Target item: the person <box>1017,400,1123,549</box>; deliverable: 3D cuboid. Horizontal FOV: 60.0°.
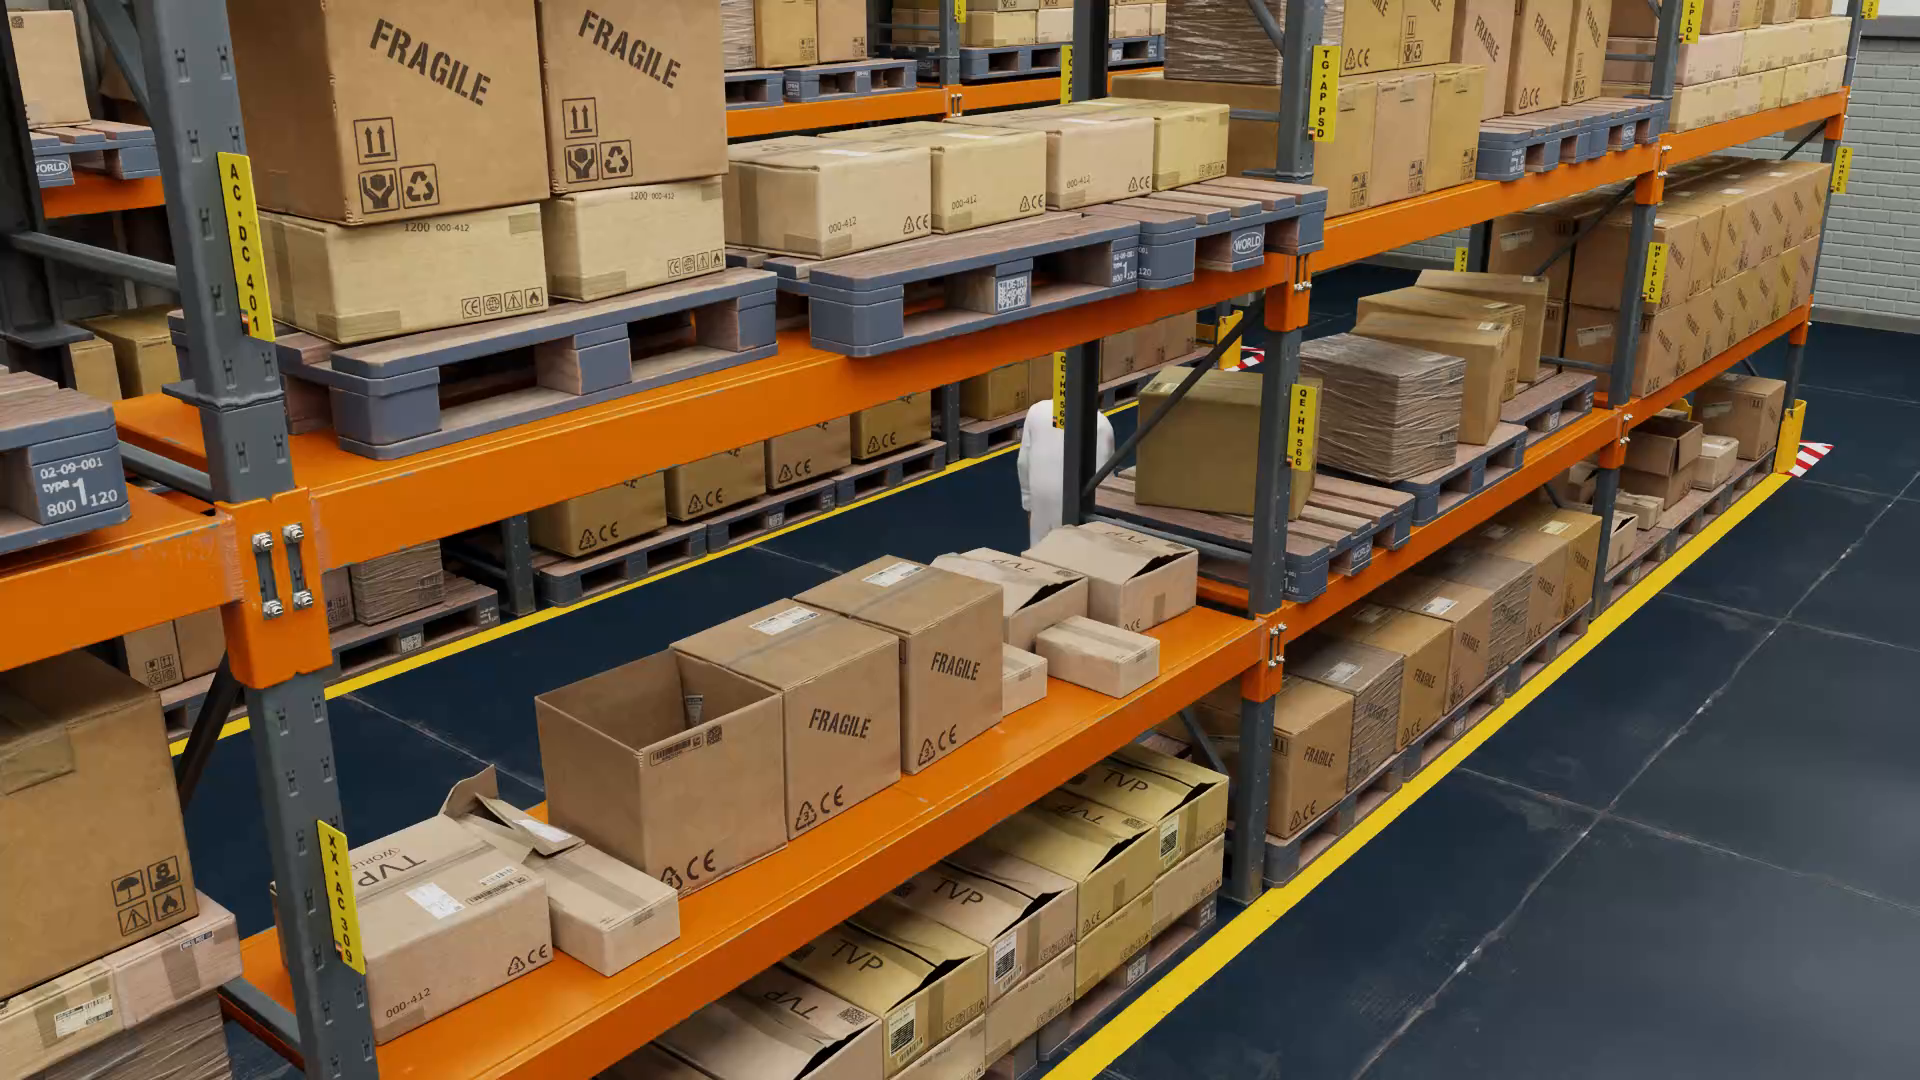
[{"bbox_3d":[0.595,-0.113,8.910,0.643,1.773,0.427,16,25,37],"label":"person"}]
